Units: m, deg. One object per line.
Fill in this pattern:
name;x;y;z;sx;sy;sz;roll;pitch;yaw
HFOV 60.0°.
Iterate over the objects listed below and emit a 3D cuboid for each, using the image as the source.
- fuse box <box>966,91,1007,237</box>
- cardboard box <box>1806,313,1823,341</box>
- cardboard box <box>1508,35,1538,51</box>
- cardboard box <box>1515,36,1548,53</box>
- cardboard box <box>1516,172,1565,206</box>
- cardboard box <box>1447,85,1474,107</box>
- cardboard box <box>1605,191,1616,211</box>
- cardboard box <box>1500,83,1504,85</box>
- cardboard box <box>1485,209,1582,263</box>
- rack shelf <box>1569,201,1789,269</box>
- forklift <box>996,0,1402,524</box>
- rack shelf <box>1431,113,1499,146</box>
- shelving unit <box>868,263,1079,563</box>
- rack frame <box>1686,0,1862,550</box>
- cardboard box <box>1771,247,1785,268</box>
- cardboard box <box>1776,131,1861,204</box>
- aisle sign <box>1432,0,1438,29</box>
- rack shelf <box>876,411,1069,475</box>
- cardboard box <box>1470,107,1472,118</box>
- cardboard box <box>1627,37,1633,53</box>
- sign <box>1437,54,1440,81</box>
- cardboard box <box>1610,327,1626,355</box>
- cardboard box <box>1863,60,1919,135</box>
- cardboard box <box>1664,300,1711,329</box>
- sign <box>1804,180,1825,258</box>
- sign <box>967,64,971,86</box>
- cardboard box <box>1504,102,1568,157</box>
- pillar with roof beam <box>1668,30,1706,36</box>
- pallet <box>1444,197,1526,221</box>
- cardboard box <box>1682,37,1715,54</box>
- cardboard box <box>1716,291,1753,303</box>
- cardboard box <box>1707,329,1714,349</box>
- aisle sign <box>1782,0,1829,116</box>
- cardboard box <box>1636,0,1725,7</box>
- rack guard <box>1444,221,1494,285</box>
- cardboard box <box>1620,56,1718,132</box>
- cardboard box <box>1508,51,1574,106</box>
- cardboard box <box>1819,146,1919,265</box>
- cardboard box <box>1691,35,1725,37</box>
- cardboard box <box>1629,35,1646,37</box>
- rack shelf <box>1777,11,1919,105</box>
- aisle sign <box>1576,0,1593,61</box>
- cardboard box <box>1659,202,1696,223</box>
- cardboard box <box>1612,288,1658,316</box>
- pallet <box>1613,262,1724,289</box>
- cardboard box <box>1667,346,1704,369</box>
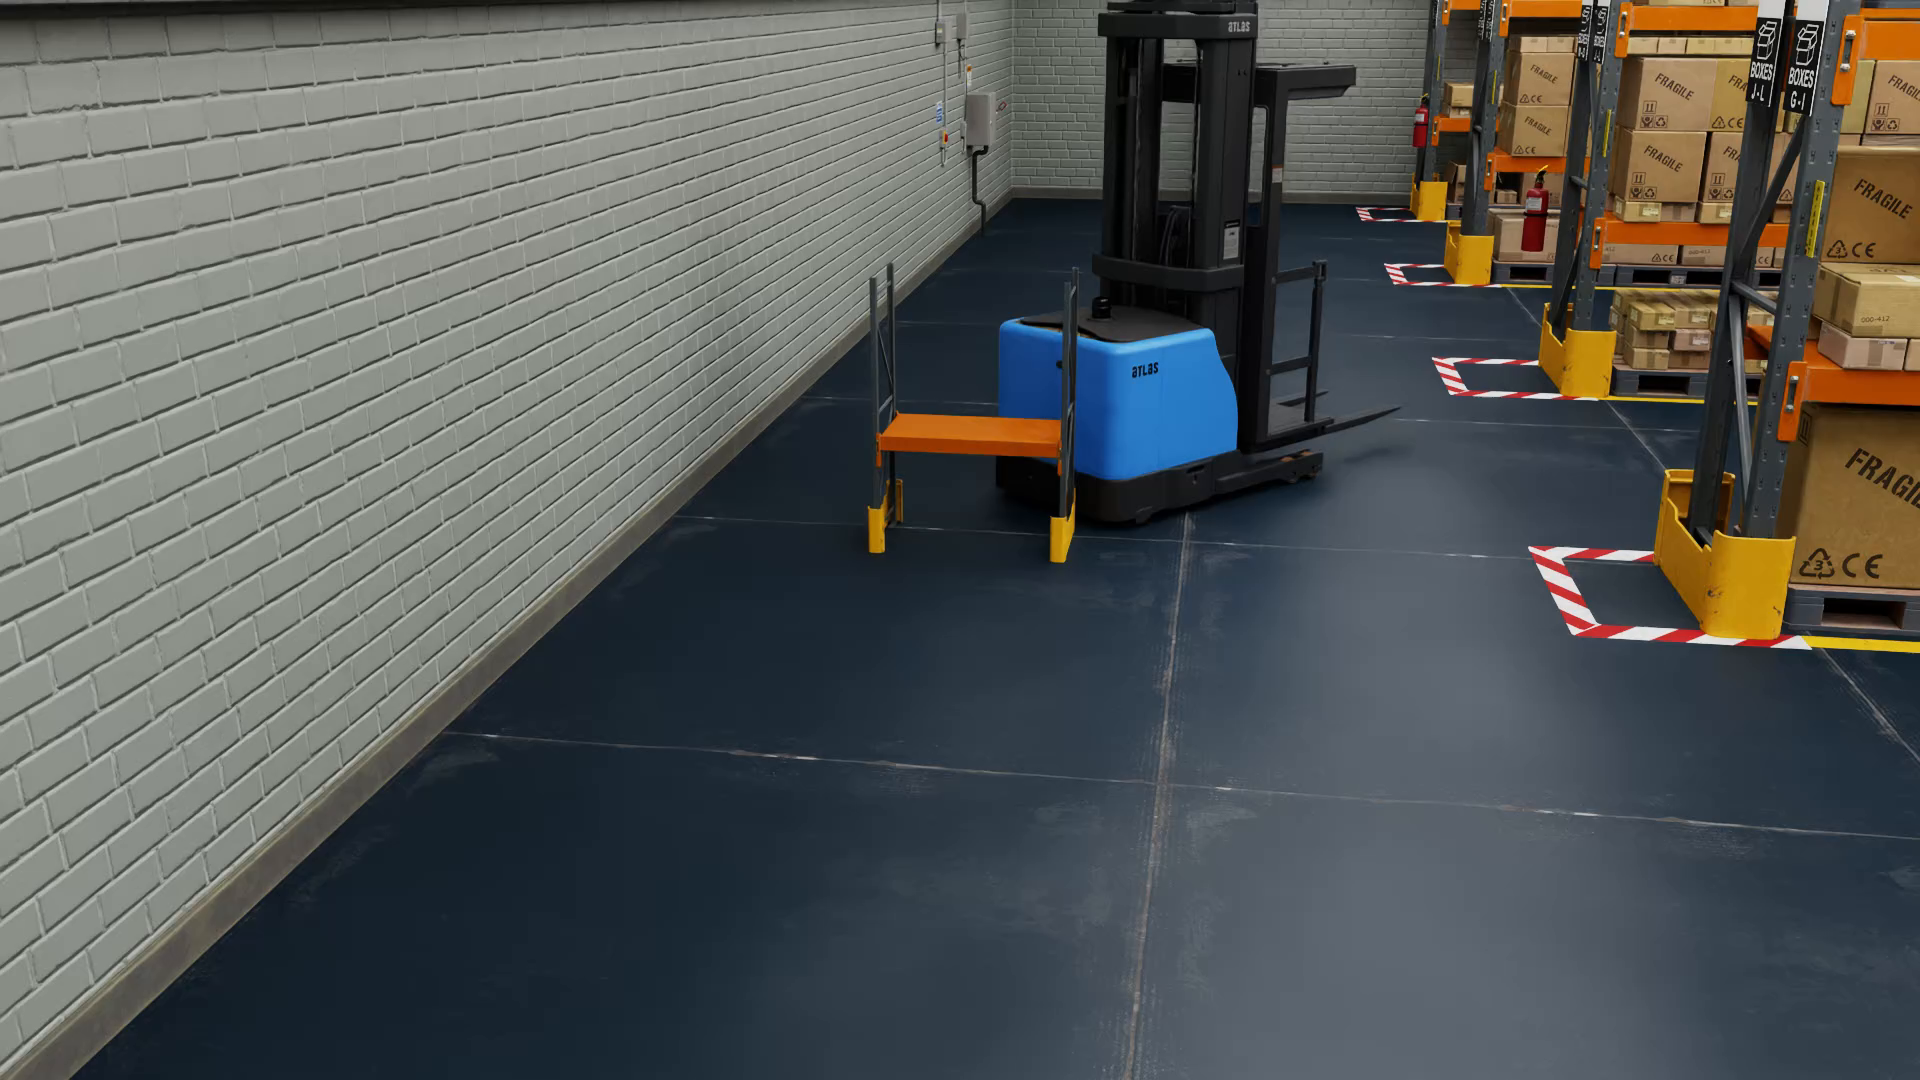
fuse box;0.321;-4.555;20.219;0.414;1.711;0.539;3;19;9
cardboard box;4.247;-1.100;8.259;0.250;0.149;0.380;3;19;10
cardboard box;5.801;-5.112;17.100;0.250;0.149;0.380;3;19;9
cardboard box;5.722;-4.963;16.653;0.250;0.149;0.380;3;19;10
cardboard box;7.625;-4.692;21.876;0.500;0.500;0.700;4;19;11
cardboard box;6.604;-5.756;21.548;0.500;0.250;0.500;3;19;9
cardboard box;5.096;-2.636;12.849;0.250;0.149;0.380;3;19;9
cardboard box;7.204;-5.897;21.969;0.500;0.250;0.500;3;19;9
cardboard box;6.083;-3.221;17.578;0.875;0.438;0.875;2;19;7
rack shelf;6.704;-2.241;12.407;4.000;0.370;1.077;3;19;9
forklift;1.655;-1.852;10.218;3.031;2.935;1.130;-16;24;-39
rack shelf;8.173;-5.352;21.705;4.000;0.370;1.077;3;19;9
shelving unit;0.075;-0.707;9.054;1.083;1.500;0.587;3;19;9
rack frame;3.843;-1.134;7.965;0.127;3.000;1.000;3;19;9
cardboard box;8.762;-3.087;17.177;0.875;0.438;0.875;3;19;8
cardboard box;6.143;-2.714;12.062;0.500;0.500;0.500;3;19;9
aisle sign;6.085;-6.938;21.214;0.004;0.787;0.394;3;19;9
rack shelf;0.084;-0.536;9.109;1.000;0.185;0.538;3;19;9
cardboard box;6.738;-5.574;21.630;0.250;0.149;0.380;3;19;10
cardboard box;6.493;-4.916;16.511;0.250;0.149;0.380;2;19;7
sign;6.113;-6.034;21.246;0.005;0.325;0.100;3;19;9
cardboard box;5.282;-1.569;13.095;0.250;0.149;0.380;3;19;10
cardboard box;6.644;-3.158;11.813;0.500;0.500;0.500;2;19;7
cardboard box;5.484;-1.703;12.559;0.250;0.149;0.380;3;19;10
sign;3.749;-1.408;7.296;0.005;0.325;0.100;3;19;9
sign;0.108;-5.551;19.863;0.001;0.242;0.339;3;19;9
cardboard box;5.843;-4.172;16.887;0.500;0.500;0.500;3;19;8
pillar with roof beam;8.921;-7.406;17.256;0.400;9.000;9.100;3;19;9
pallet;7.061;-4.428;22.204;1.213;0.211;1.003;3;19;9
cardboard box;7.246;-4.872;16.381;0.250;0.149;0.380;2;19;7
cardboard box;6.053;-1.828;12.932;0.250;0.149;0.380;2;19;6
cardboard box;5.723;-1.548;12.565;0.250;0.149;0.380;3;19;9
aisle sign;3.725;-2.276;7.282;0.004;0.787;0.394;3;19;9
cardboard box;5.132;-3.931;11.834;0.500;0.250;0.500;4;19;11
rack guard;5.391;-3.054;17.644;0.348;0.500;1.175;3;19;9
cardboard box;5.131;-3.240;12.056;0.500;0.500;0.500;3;19;8
cardboard box;5.844;-4.647;16.730;0.500;0.500;0.500;3;19;7
cardboard box;4.366;-1.617;7.995;0.500;0.500;0.500;3;19;9
cardboard box;7.593;-5.046;16.901;0.250;0.149;0.380;3;19;9
cardboard box;6.813;-5.060;16.942;0.250;0.149;0.380;3;19;8
rack shelf;5.818;-2.115;7.302;4.000;0.370;1.077;3;19;9
aisle sign;4.705;-4.013;12.473;0.004;0.787;0.394;3;19;9
cardboard box;5.255;-2.445;12.278;0.250;0.149;0.380;4;19;11
cardboard box;5.293;-1.865;13.042;0.250;0.149;0.380;3;19;9
pallet;7.418;-2.838;17.453;1.213;0.211;1.003;3;19;9
cardboard box;5.468;-1.416;12.638;0.250;0.149;0.380;3;19;8
